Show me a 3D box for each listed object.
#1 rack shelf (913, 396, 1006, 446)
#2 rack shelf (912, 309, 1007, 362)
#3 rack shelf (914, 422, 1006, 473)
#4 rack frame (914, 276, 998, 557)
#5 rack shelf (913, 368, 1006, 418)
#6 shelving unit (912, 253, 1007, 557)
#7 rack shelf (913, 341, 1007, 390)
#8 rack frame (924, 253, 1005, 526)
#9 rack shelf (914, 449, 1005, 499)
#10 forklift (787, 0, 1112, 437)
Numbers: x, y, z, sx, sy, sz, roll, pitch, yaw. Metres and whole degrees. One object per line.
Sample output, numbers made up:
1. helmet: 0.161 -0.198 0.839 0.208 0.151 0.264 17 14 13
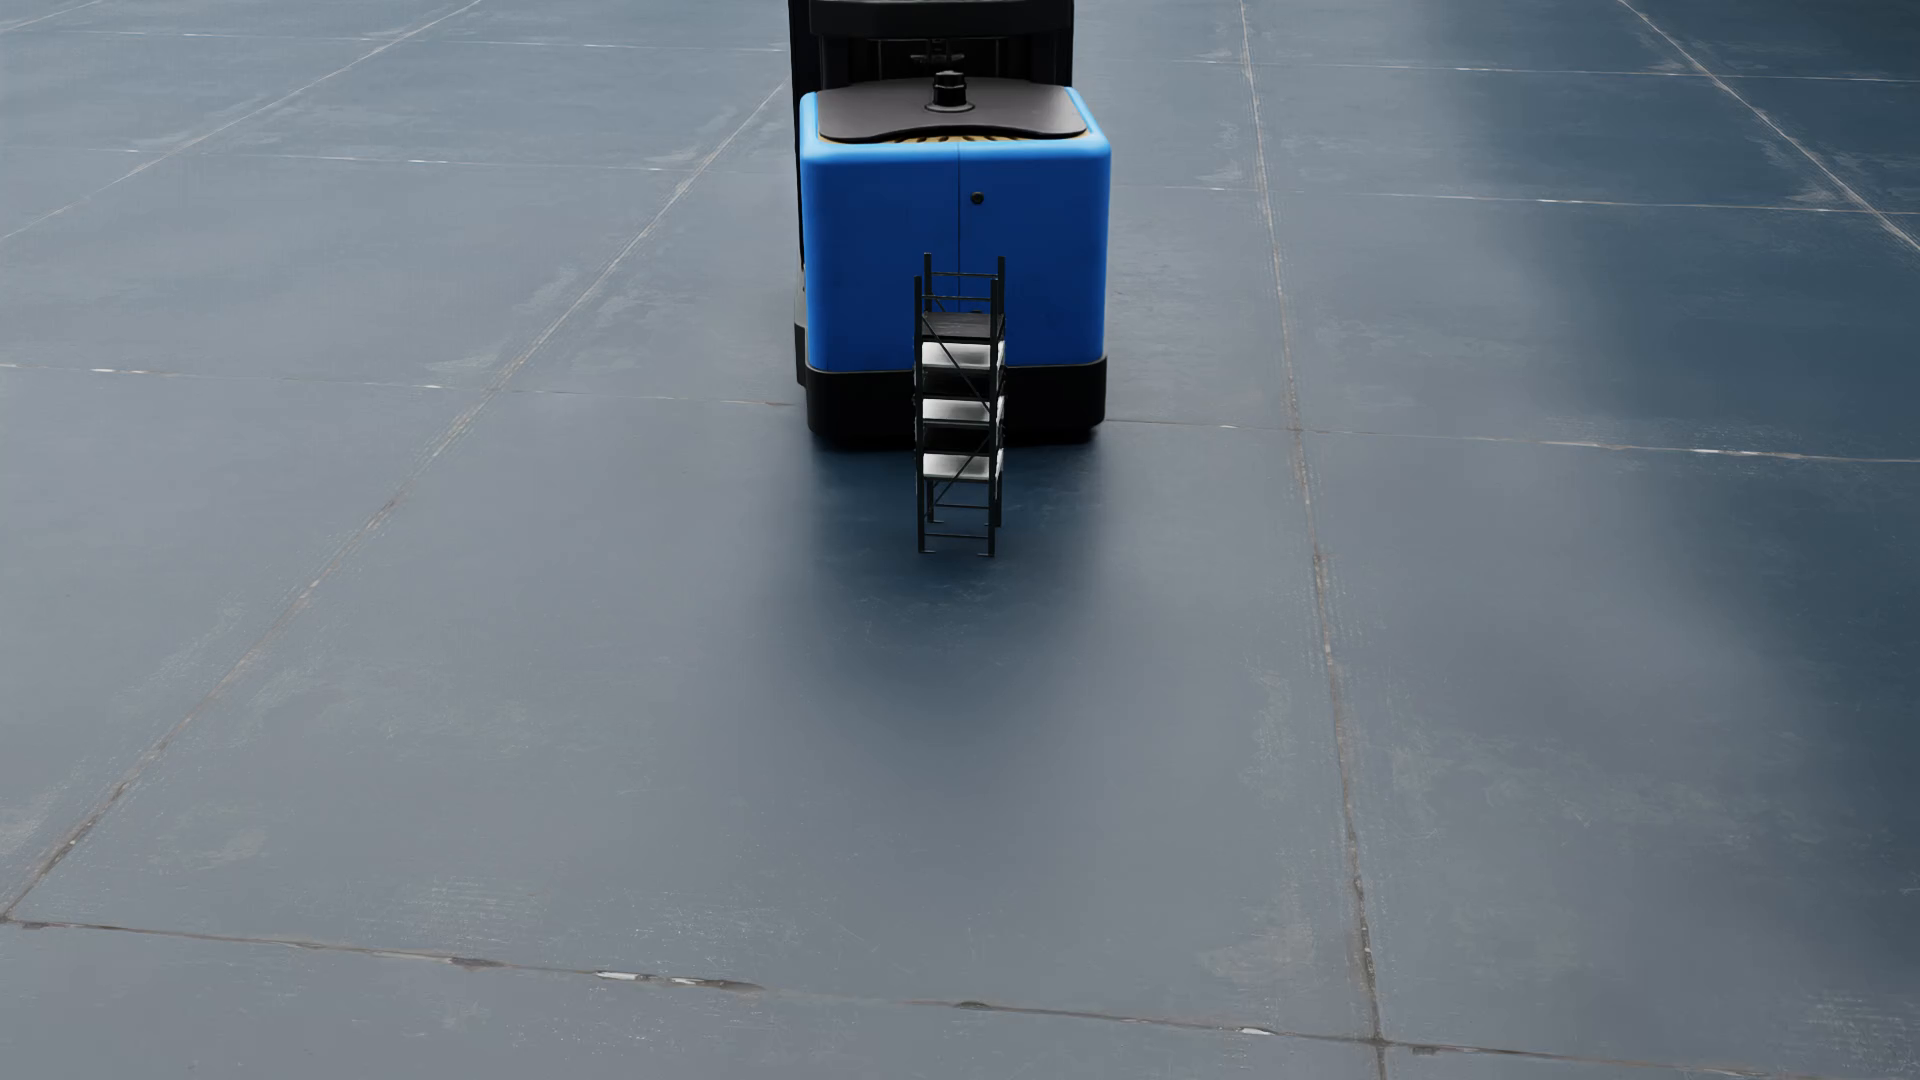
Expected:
1. rack shelf: 0.001 -0.371 5.059 0.258 0.077 0.200 3 28 6
2. rack shelf: 0.001 -0.608 4.931 0.258 0.077 0.200 3 28 6
3. rack shelf: 0.001 -0.291 5.102 0.258 0.077 0.200 3 28 6
4. rack frame: -0.011 -0.352 4.955 0.240 0.900 0.006 3 28 6
5. rack shelf: 0.001 -0.450 5.017 0.258 0.077 0.200 3 28 6
6. shelving unit: 0.001 -0.400 5.044 0.258 0.900 0.210 3 28 6
7. rack shelf: 0.001 -0.529 4.974 0.258 0.077 0.200 3 28 6
8. rack frame: 0.013 -0.448 5.132 0.240 0.900 0.006 3 28 6
9. rack shelf: 0.001 -0.212 5.145 0.258 0.077 0.200 3 28 6
10. forklift: -0.131 -2.315 6.457 1.130 2.935 3.031 -2 28 -4
